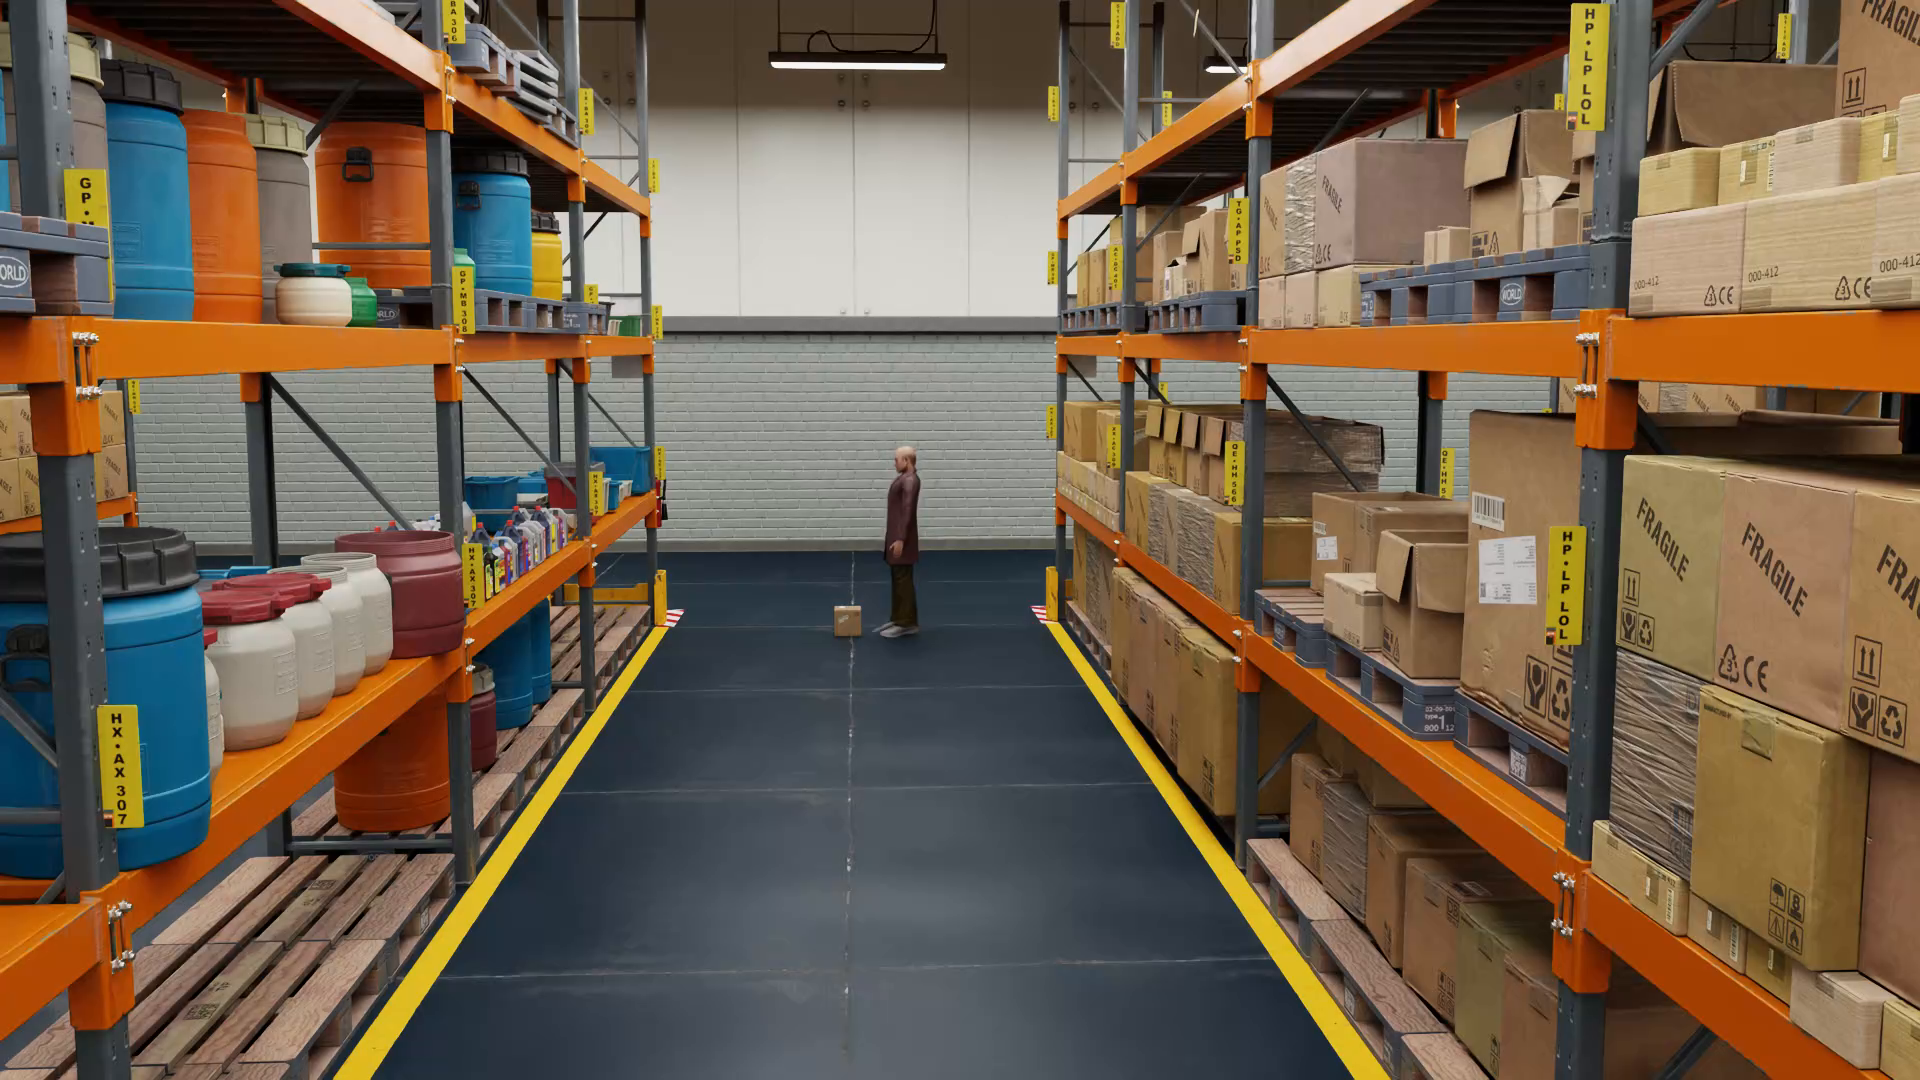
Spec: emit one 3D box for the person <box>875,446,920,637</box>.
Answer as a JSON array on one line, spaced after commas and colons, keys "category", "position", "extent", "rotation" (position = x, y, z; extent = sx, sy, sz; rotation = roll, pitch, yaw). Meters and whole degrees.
[{"category": "person", "position": [-0.592, 0.015, 15.715], "extent": [0.442, 1.808, 0.595], "rotation": [0, 7, -3]}]
